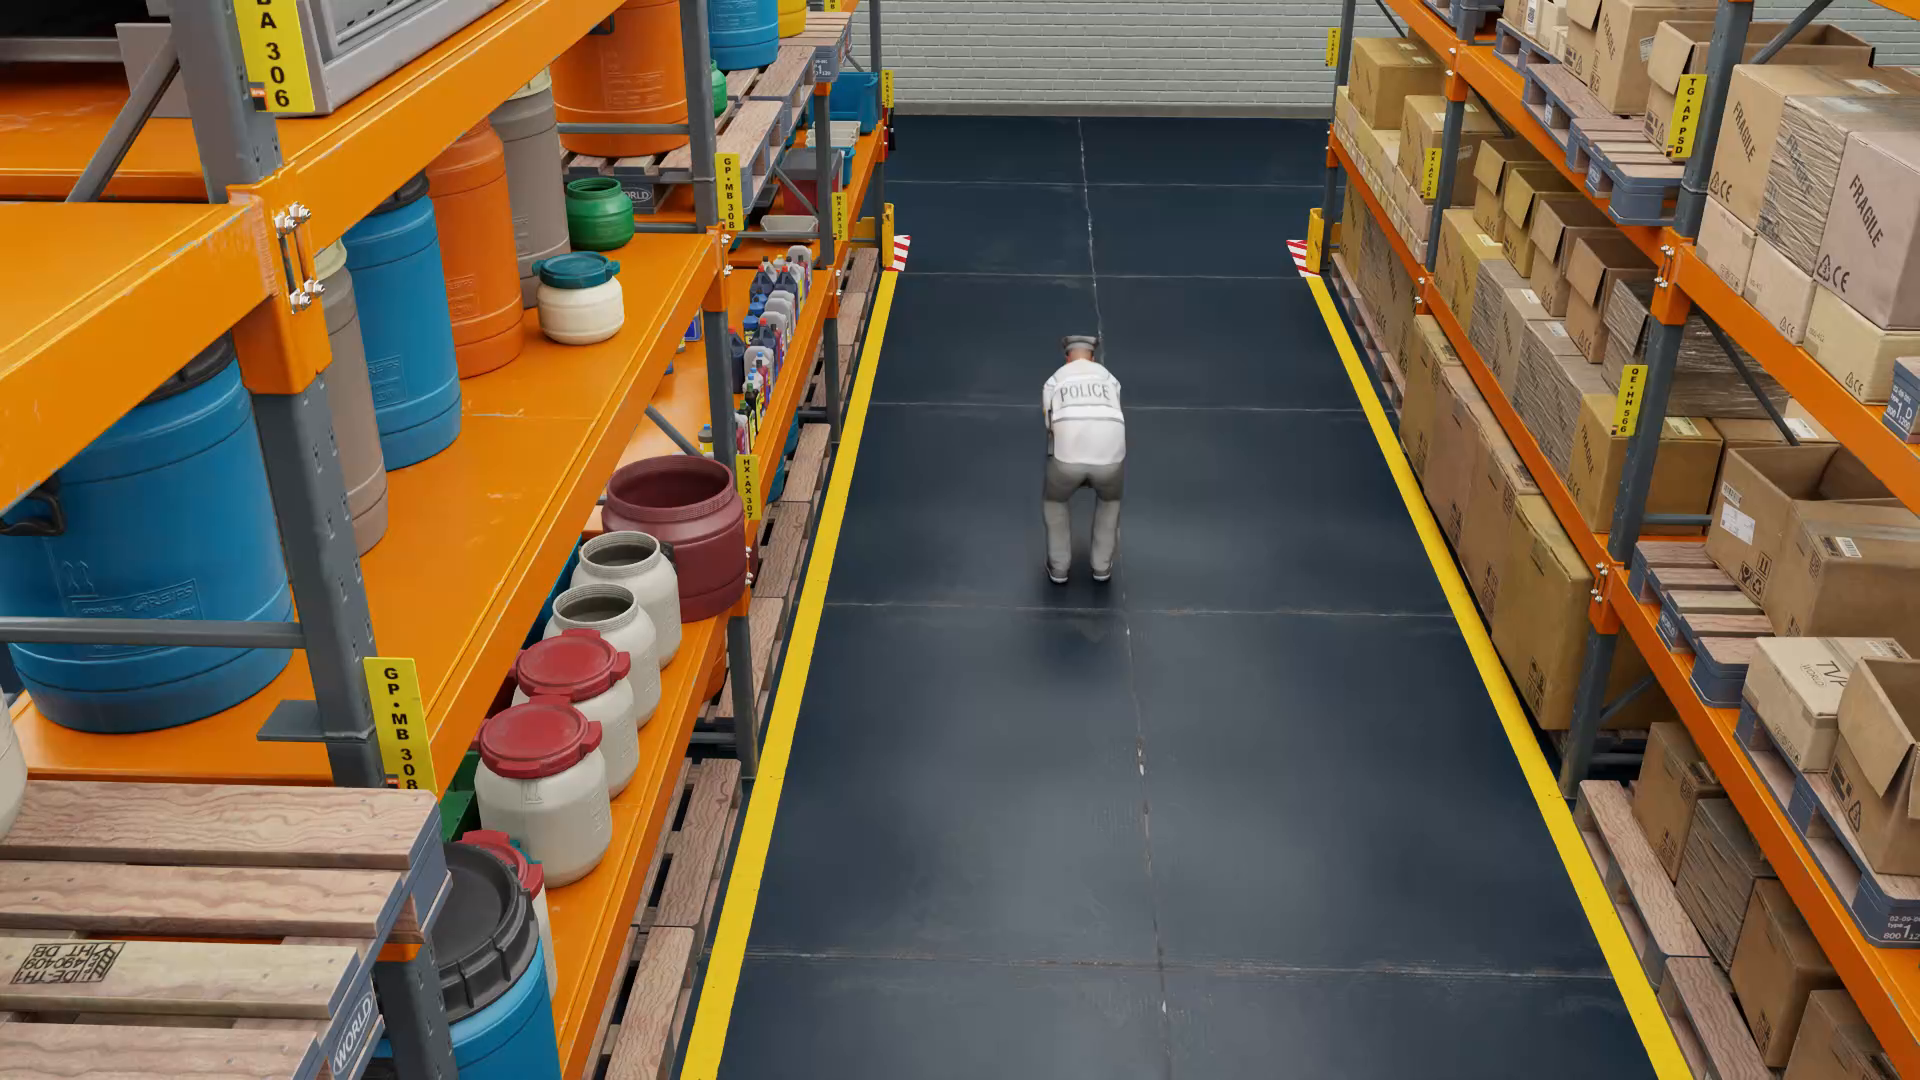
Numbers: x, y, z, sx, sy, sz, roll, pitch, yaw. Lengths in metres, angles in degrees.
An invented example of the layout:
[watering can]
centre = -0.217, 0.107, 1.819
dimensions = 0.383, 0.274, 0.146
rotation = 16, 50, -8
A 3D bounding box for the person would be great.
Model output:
[person]
centre = 0.734, -0.485, 9.980
dimensions = 0.482, 1.342, 0.987
rotation = 0, 28, 0
